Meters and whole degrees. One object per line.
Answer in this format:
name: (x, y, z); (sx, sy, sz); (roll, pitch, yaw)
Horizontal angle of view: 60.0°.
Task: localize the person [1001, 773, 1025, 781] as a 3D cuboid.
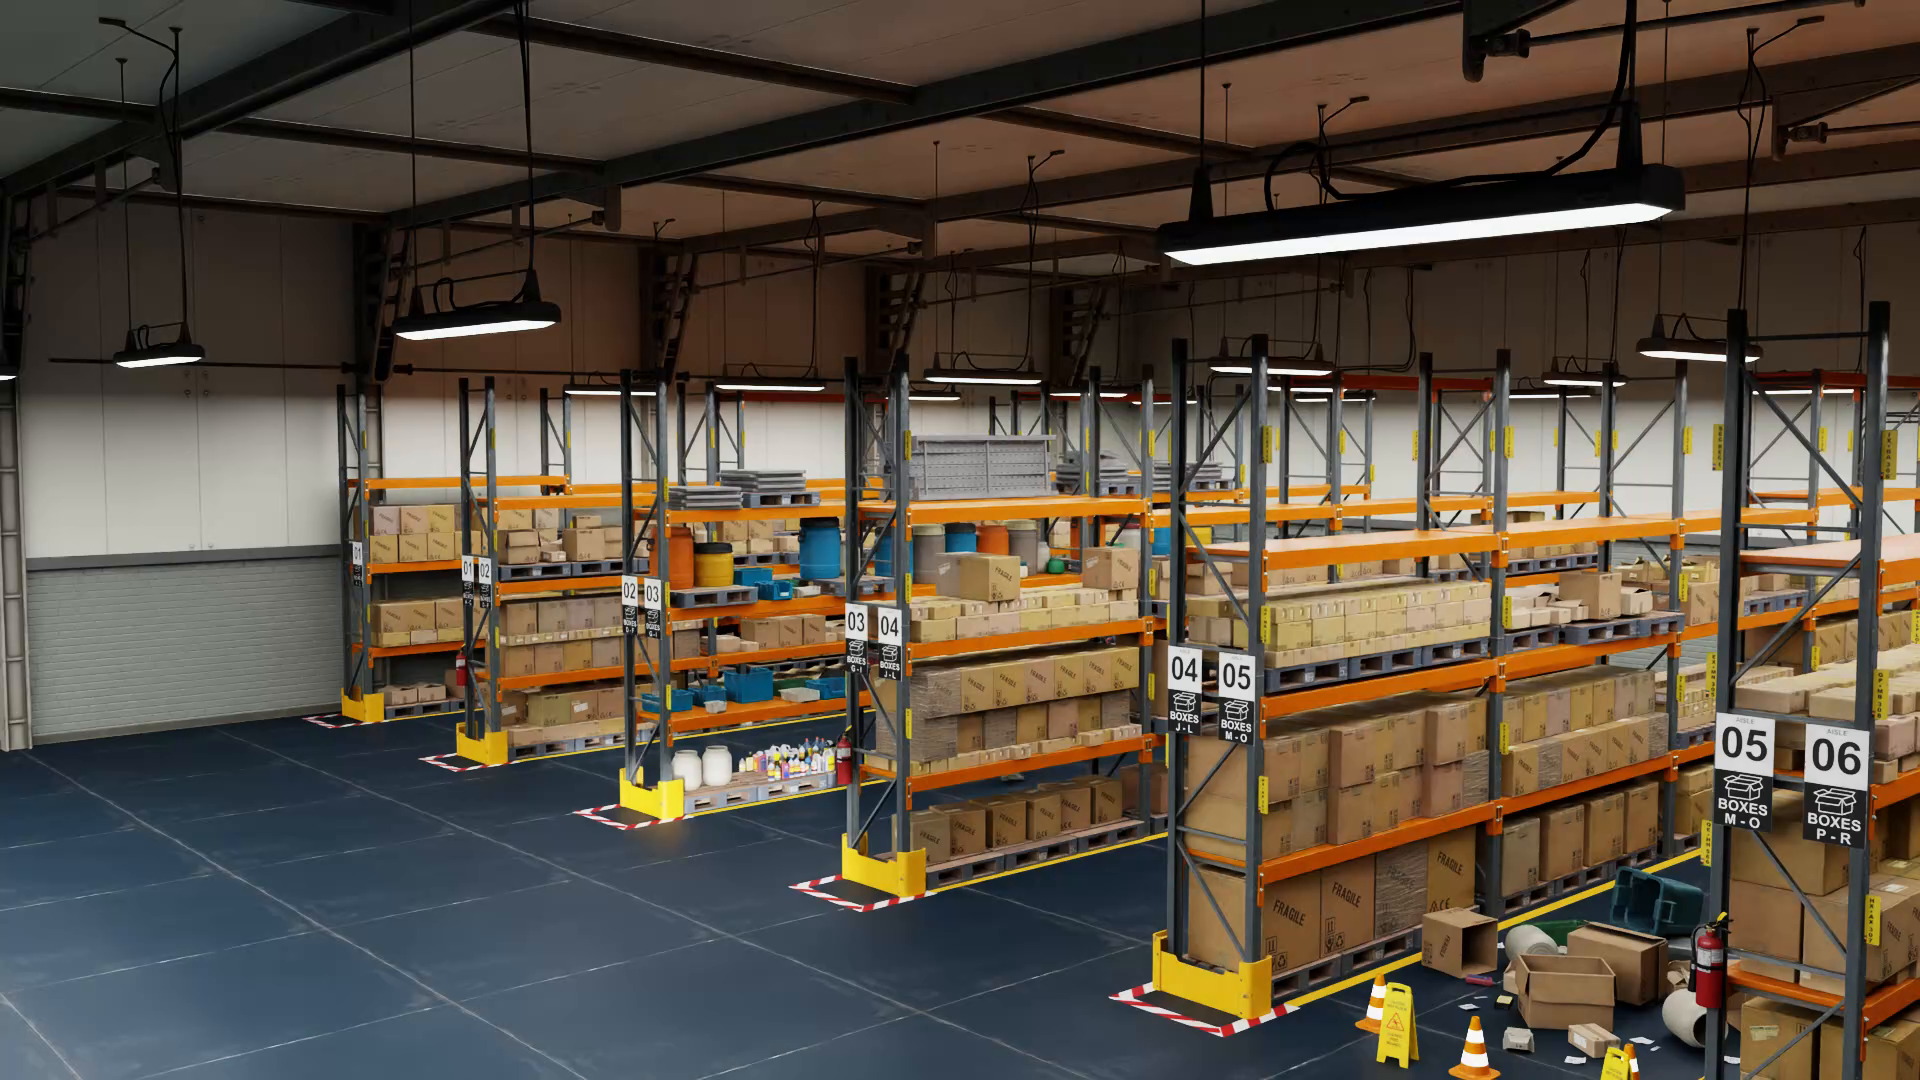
person: (0.801, 2.665, 24.536); (0.466, 1.753, 0.612); (-3, 5, -35)
